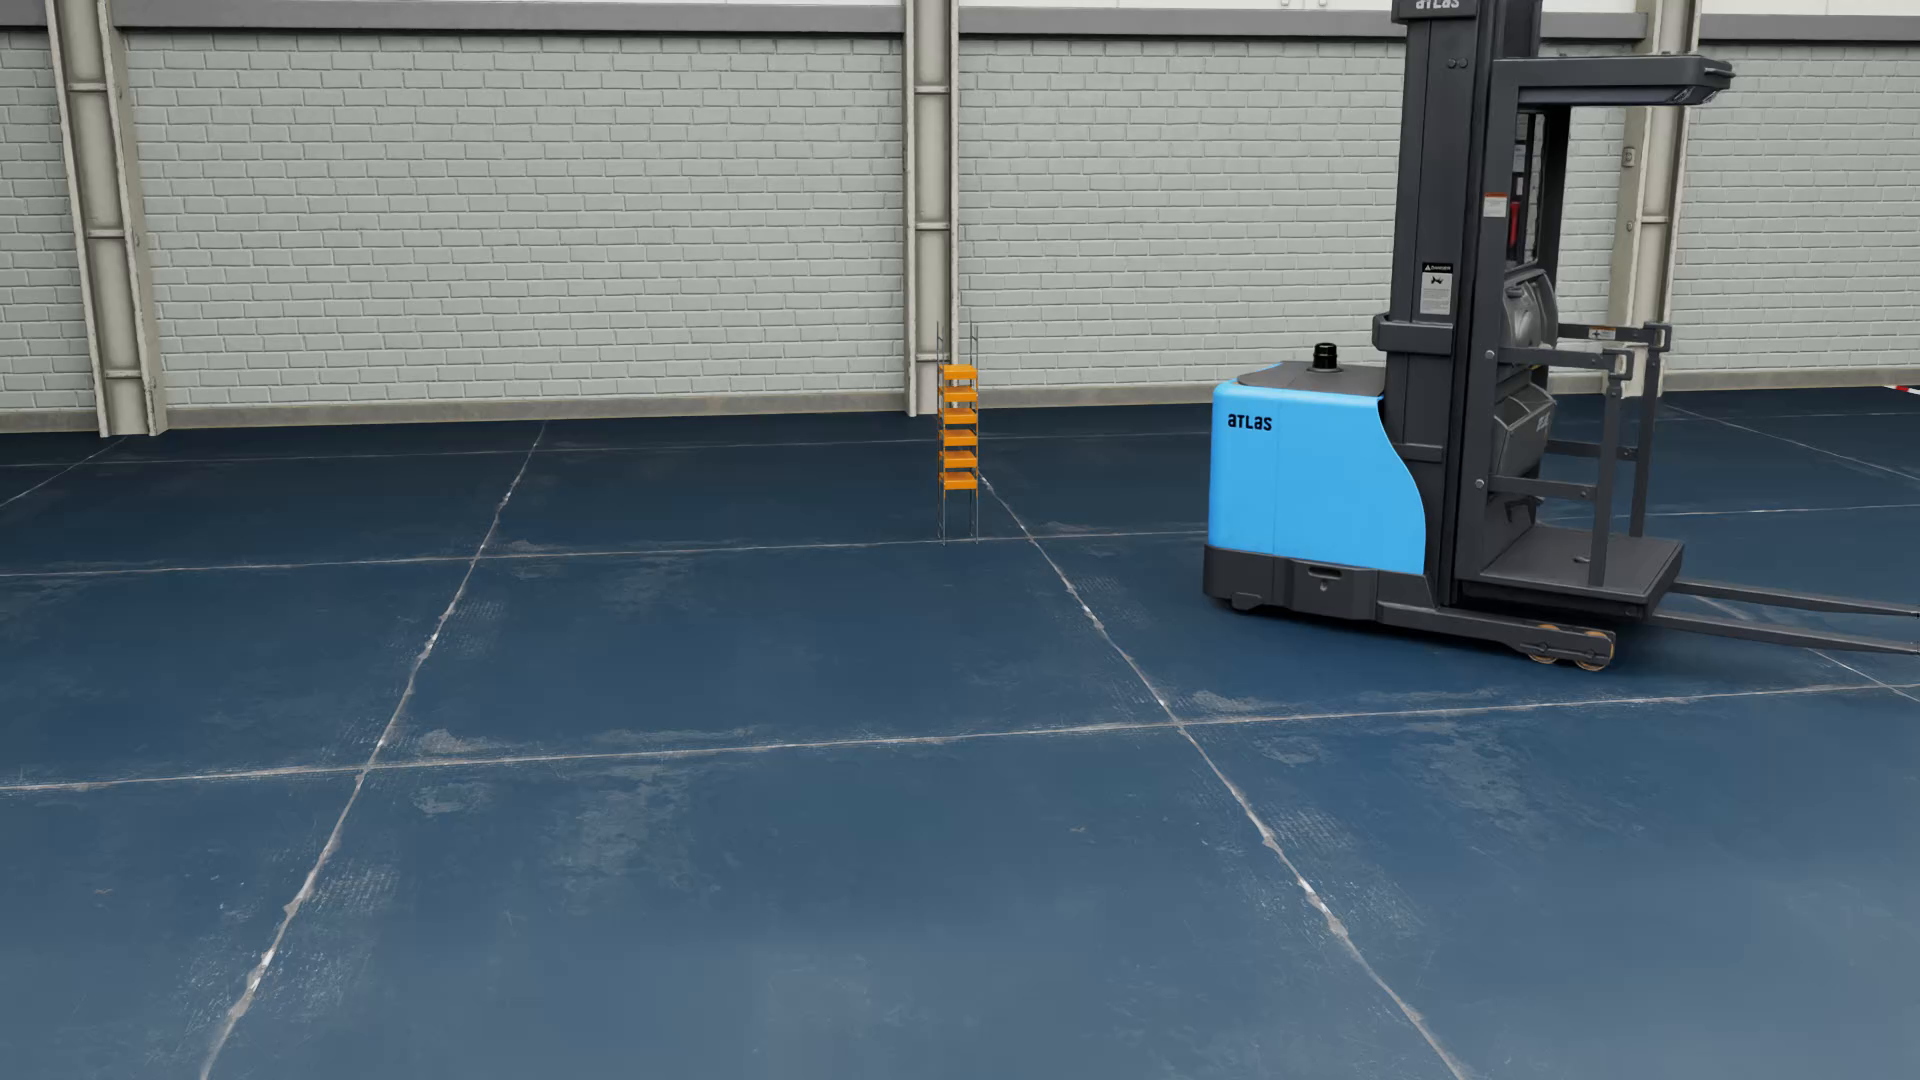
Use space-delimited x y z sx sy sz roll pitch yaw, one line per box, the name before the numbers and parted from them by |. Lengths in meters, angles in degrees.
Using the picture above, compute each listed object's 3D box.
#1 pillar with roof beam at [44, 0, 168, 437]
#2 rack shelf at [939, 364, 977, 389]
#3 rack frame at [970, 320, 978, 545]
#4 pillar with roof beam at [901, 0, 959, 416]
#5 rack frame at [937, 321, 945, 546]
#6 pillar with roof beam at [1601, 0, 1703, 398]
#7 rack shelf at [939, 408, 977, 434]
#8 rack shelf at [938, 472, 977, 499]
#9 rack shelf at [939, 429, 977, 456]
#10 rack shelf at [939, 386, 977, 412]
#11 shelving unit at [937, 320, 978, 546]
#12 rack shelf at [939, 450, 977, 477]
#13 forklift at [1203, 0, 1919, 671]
pillar with roof beam | -5.520 -4.131 7.194 0.400 9.000 9.100 -2 14 -8
rack shelf | -0.014 -0.888 8.997 0.180 0.103 0.258 -2 14 -8
rack frame | 0.076 -0.585 9.087 0.006 1.200 0.240 -2 14 -8
pillar with roof beam | 0.413 -4.348 8.061 0.400 9.000 9.100 -2 14 -8
rack frame | -0.105 -0.578 9.061 0.006 1.200 0.240 -2 14 -8
pillar with roof beam | 6.346 -4.566 8.928 0.400 9.000 9.100 -2 14 -8
rack shelf | -0.014 -0.655 9.055 0.180 0.103 0.258 -2 14 -8
rack shelf | -0.014 -0.306 9.143 0.180 0.103 0.258 -2 14 -8
rack shelf | -0.014 -0.538 9.085 0.180 0.103 0.258 -2 14 -8
rack shelf | -0.014 -0.771 9.026 0.180 0.103 0.258 -2 14 -8
shelving unit | -0.014 -0.581 9.074 0.189 1.200 0.258 -2 14 -8
rack shelf | -0.014 -0.422 9.114 0.180 0.103 0.258 -2 14 -8
forklift | 2.690 -1.016 7.249 3.031 2.935 1.130 8 16 30
